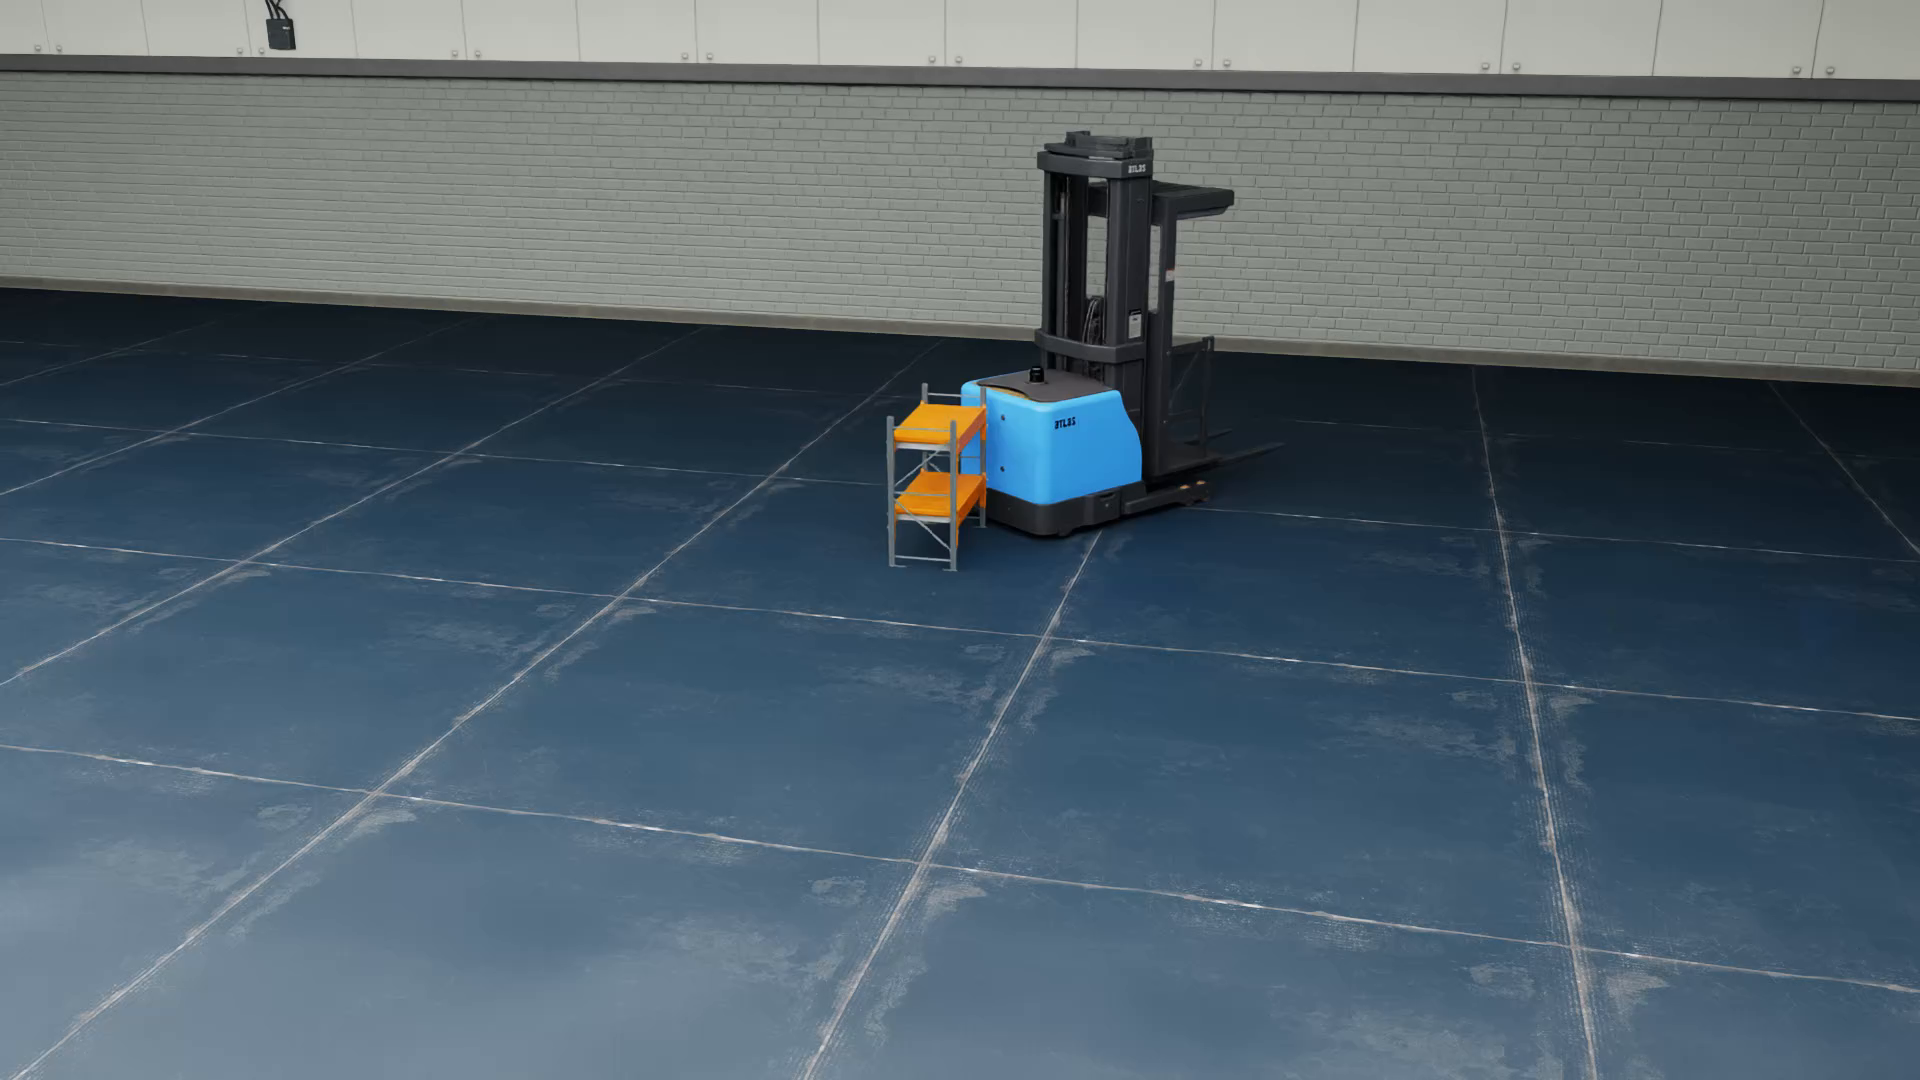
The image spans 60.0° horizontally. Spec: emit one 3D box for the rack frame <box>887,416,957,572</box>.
[{"bbox_3d":[-0.269,-0.323,11.894,0.500,1.125,0.032,4,19,12],"label":"rack frame"}]

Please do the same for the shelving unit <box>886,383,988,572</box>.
[{"bbox_3d":[-0.158,-0.484,12.363,0.538,1.125,1.048,4,19,12],"label":"shelving unit"}]

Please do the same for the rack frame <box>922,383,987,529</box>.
[{"bbox_3d":[-0.046,-0.644,12.832,0.500,1.125,0.032,4,19,12],"label":"rack frame"}]

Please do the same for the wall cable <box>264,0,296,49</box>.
[{"bbox_3d":[-7.453,-8.863,19.453,2.305,6.003,0.169,5,19,13],"label":"wall cable"}]

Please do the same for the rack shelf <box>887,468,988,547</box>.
[{"bbox_3d":[-0.158,-0.252,12.442,0.538,0.278,1.000,4,19,12],"label":"rack shelf"}]

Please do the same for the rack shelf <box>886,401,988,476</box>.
[{"bbox_3d":[-0.158,-0.761,12.269,0.538,0.278,1.000,4,19,12],"label":"rack shelf"}]

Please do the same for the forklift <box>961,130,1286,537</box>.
[{"bbox_3d":[1.454,-1.781,13.367,3.031,2.935,1.130,-15,24,-37],"label":"forklift"}]
